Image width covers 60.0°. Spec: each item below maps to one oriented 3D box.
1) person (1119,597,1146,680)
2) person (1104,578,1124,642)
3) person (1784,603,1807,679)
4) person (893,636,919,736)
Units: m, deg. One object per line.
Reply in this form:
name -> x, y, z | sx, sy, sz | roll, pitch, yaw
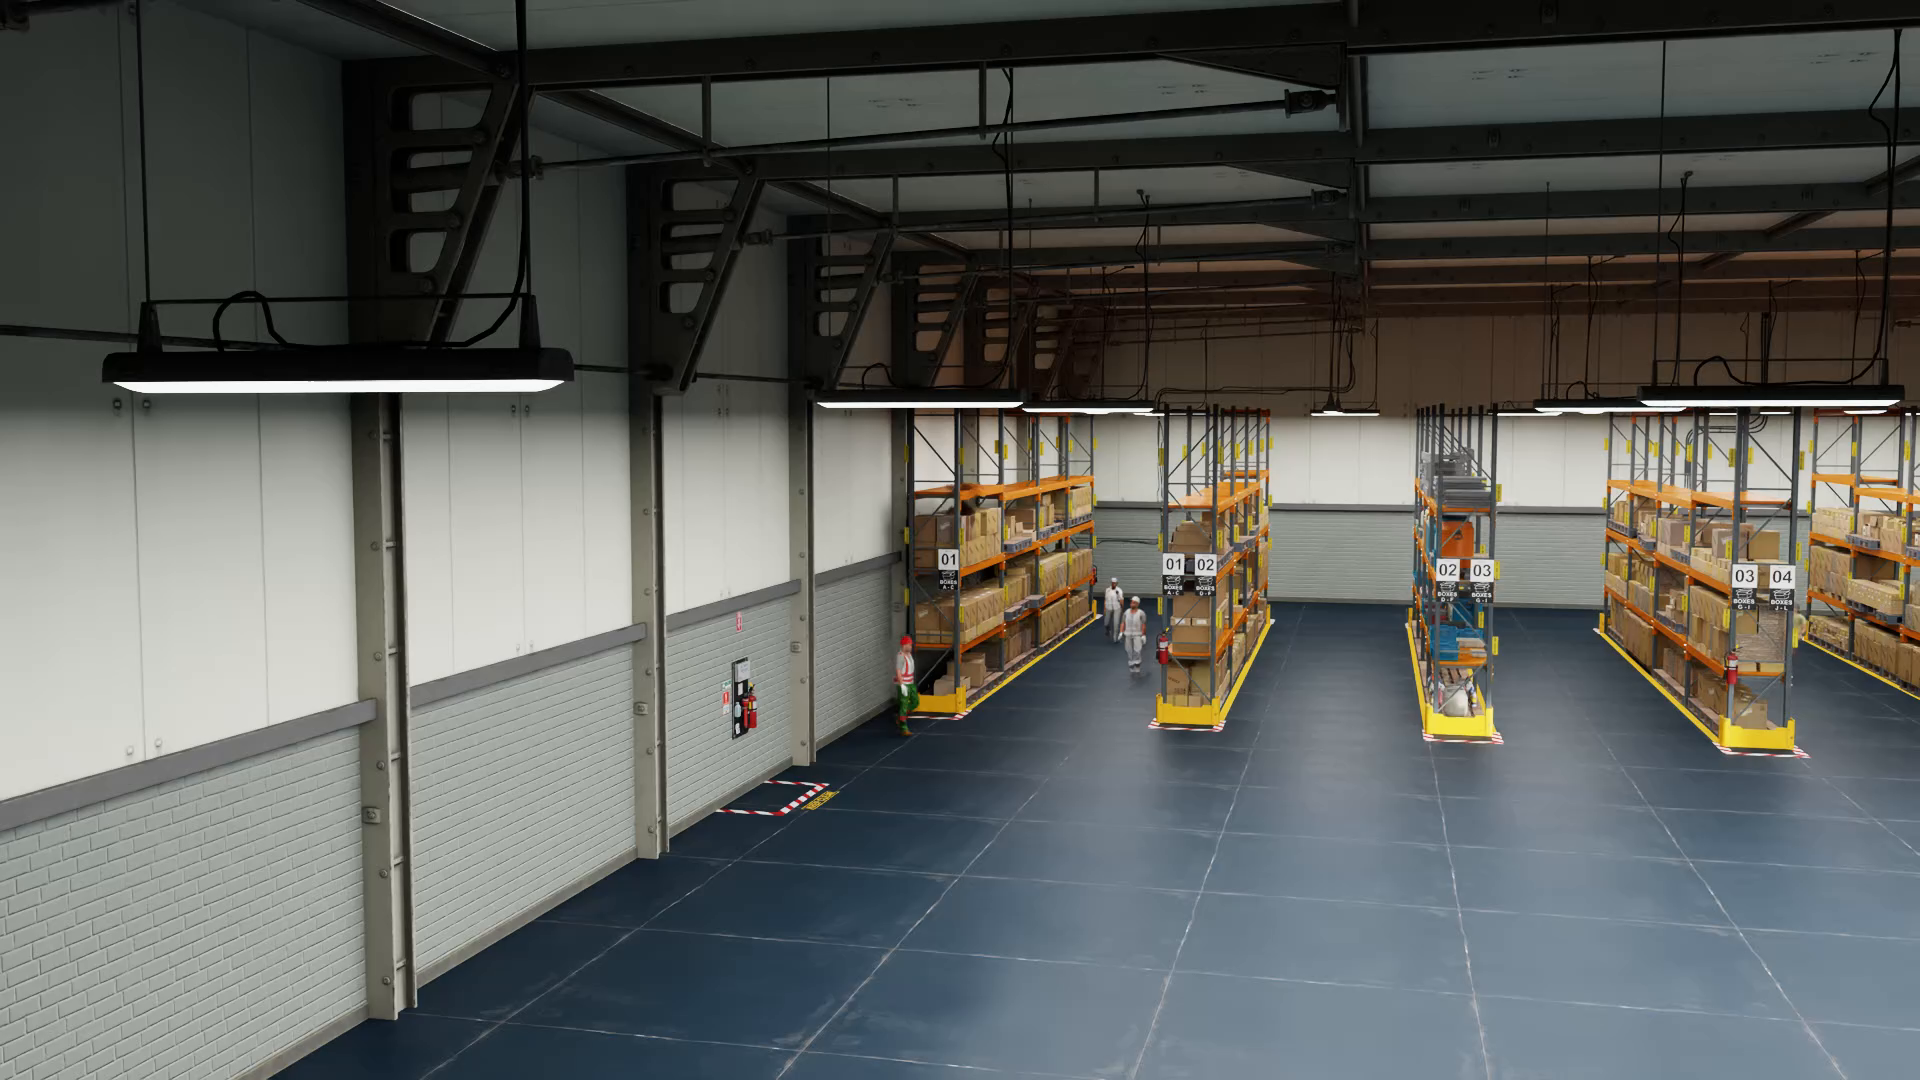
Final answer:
person -> 3.809, 2.155, 36.685 | 0.590, 1.810, 0.531 | 1, 4, 18
person -> 3.960, 1.785, 42.783 | 0.502, 1.623, 0.665 | 1, 4, 10
person -> 18.616, 2.217, 37.095 | 0.424, 1.648, 0.982 | 1, 4, 13
person -> -1.000, 2.635, 30.207 | 0.539, 1.787, 0.732 | 2, 5, 24
